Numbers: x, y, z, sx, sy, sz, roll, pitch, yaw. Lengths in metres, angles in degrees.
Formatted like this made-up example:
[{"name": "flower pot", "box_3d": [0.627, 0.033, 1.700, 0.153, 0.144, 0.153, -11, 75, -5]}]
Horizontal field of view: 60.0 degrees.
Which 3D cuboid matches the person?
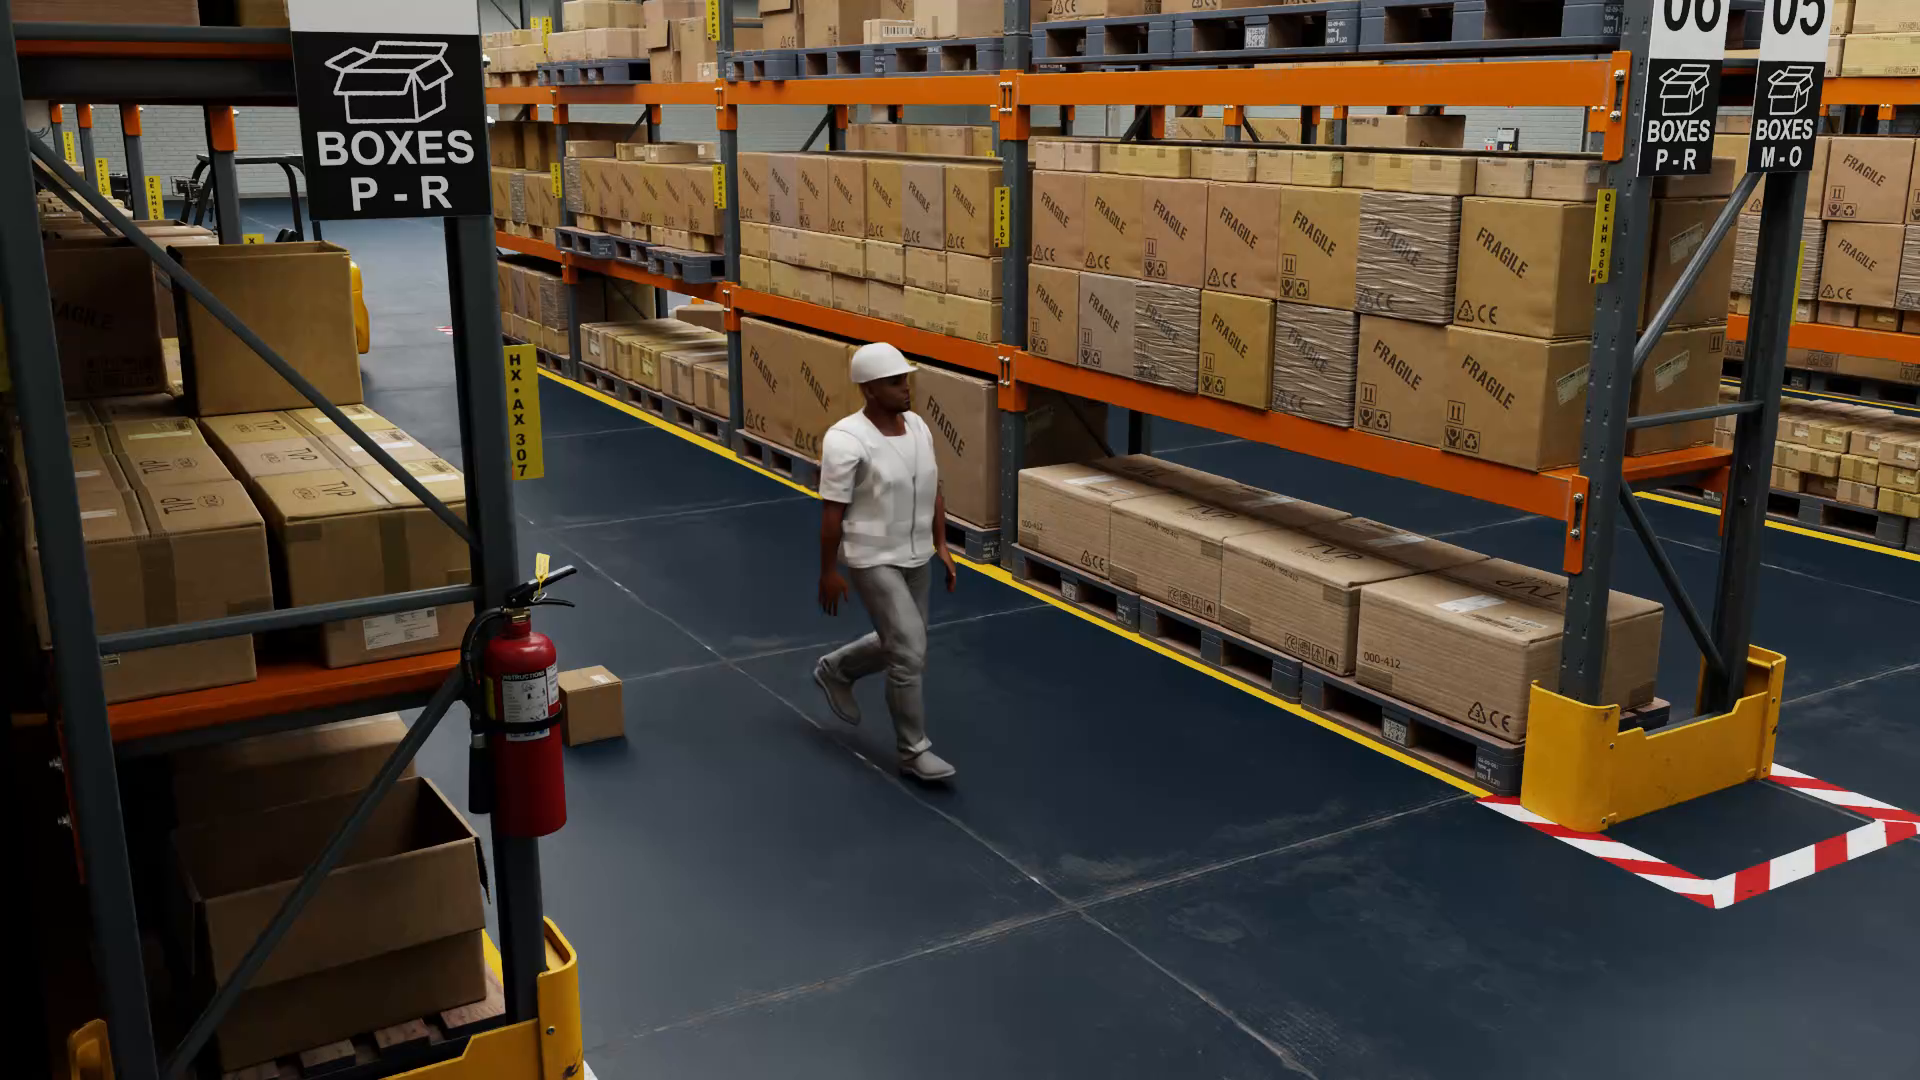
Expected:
[{"name": "person", "box_3d": [-0.321, 0.063, 6.724, 0.899, 1.741, 0.589, 12, 19, 39]}]
